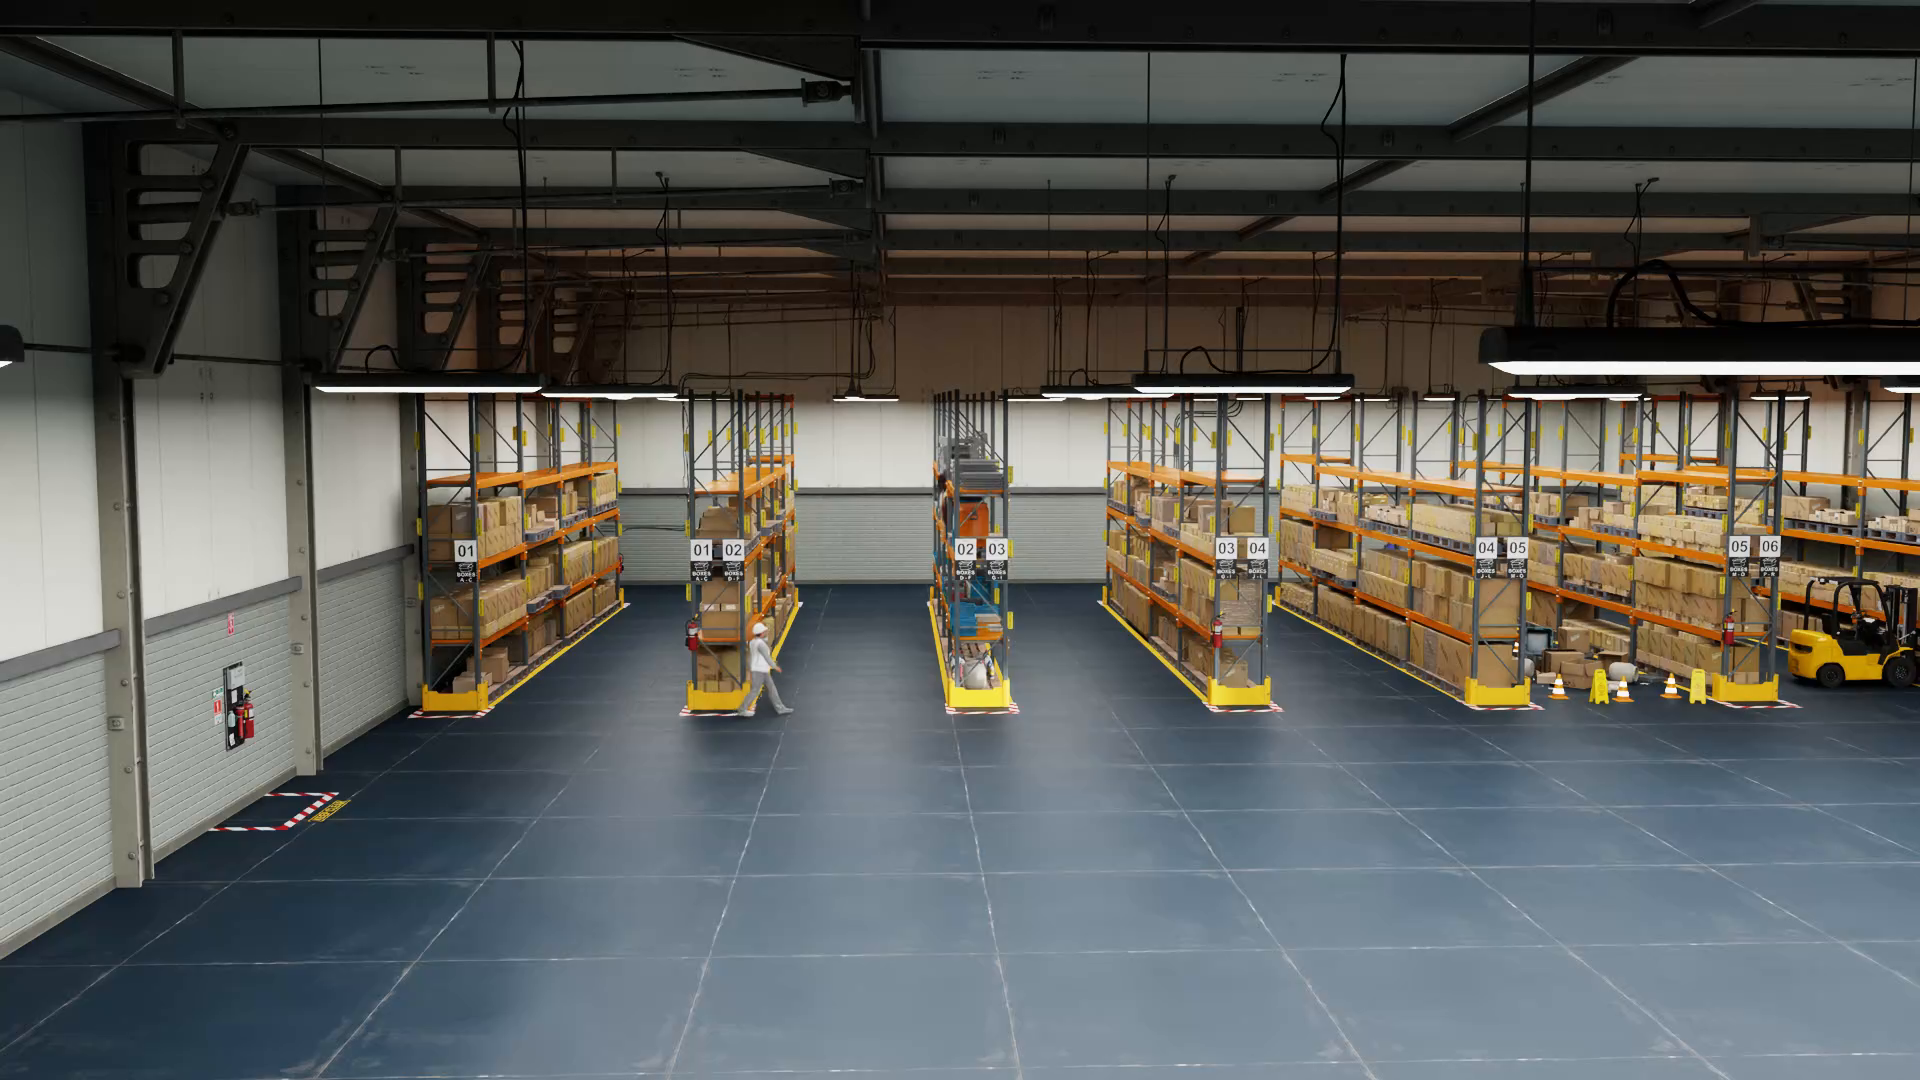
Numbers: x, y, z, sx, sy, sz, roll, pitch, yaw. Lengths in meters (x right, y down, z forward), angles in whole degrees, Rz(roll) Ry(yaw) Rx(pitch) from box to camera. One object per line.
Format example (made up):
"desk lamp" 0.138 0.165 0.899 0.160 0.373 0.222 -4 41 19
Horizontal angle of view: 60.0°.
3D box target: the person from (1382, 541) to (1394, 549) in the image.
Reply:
"person" 13.241 0.695 51.519 0.699 1.618 0.500 -3 6 -32

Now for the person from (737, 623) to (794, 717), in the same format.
"person" -3.563 2.365 30.386 1.039 1.709 0.505 0 5 -5
